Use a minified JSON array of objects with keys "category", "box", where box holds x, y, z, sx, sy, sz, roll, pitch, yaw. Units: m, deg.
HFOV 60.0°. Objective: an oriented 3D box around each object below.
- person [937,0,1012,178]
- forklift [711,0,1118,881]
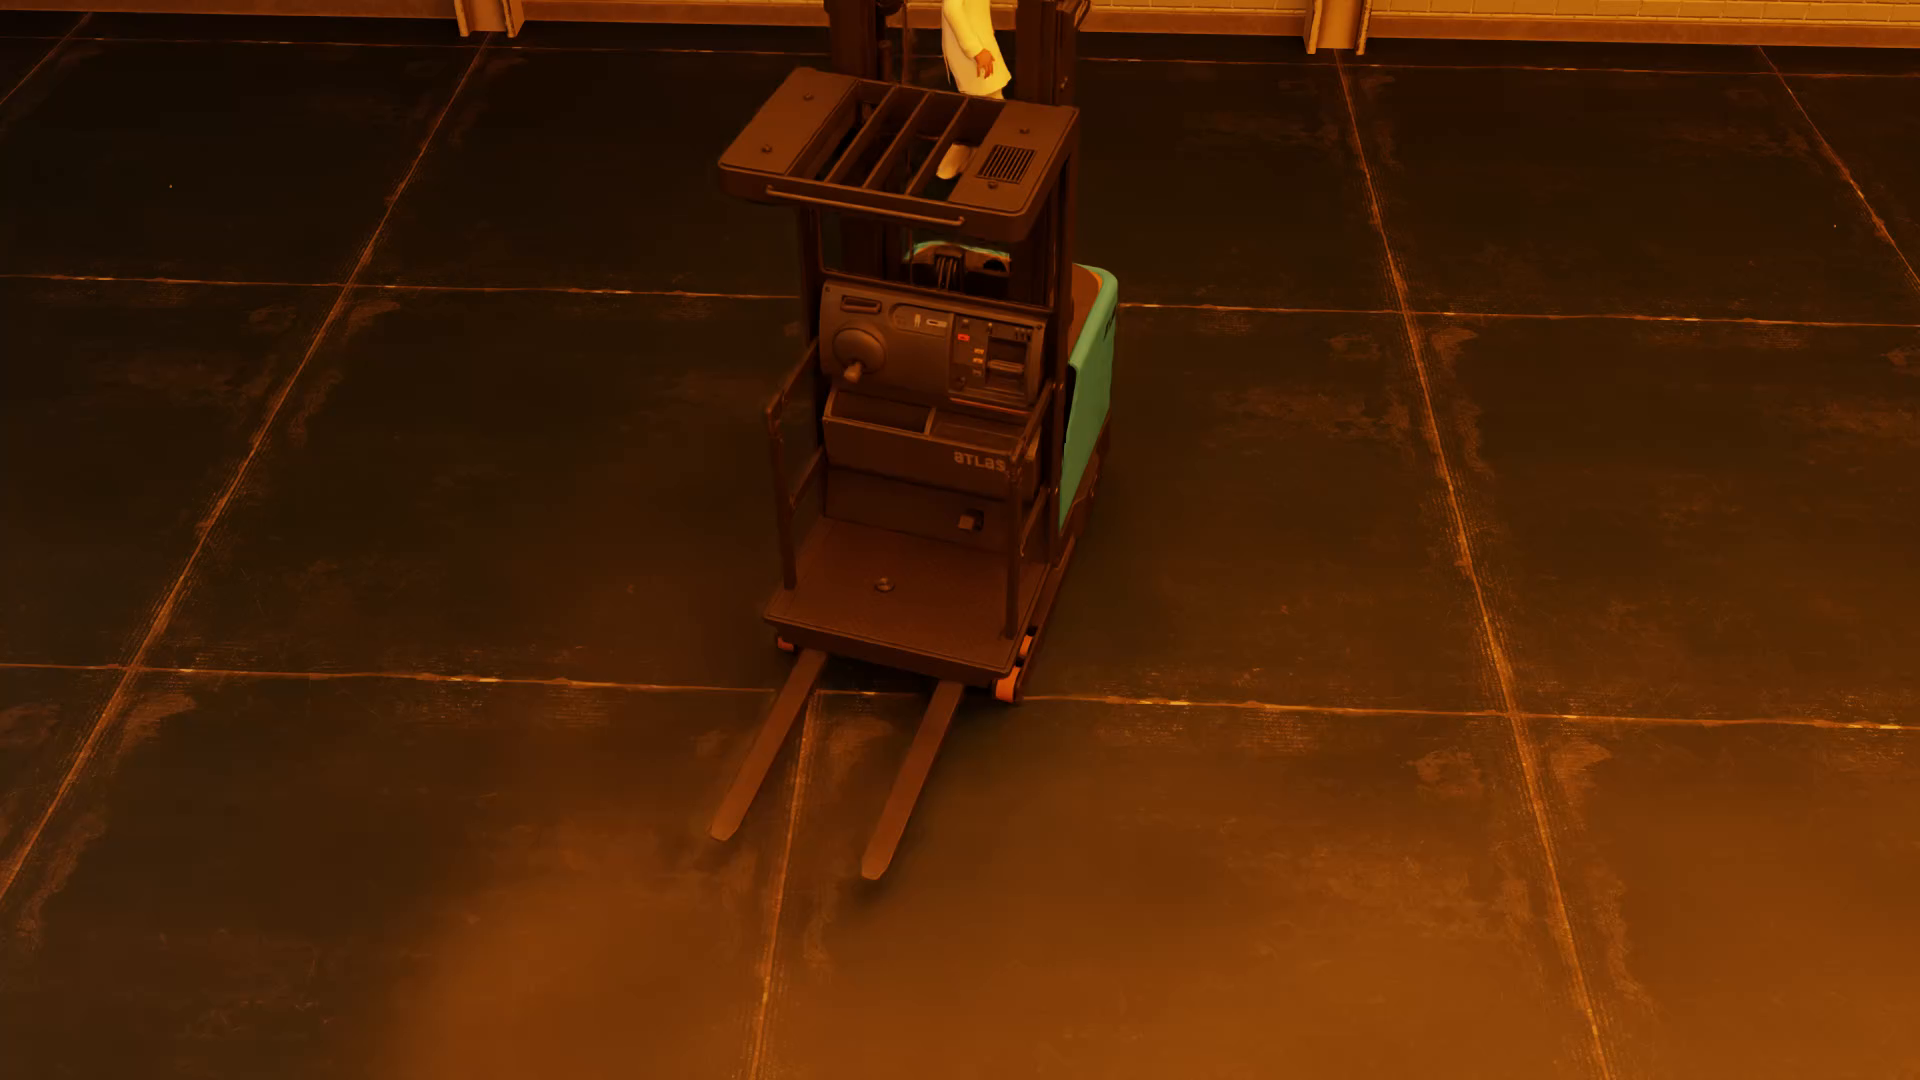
[{"category":"person","box":[0.132,-2.943,9.838,0.557,1.760,0.798,-6,43,-6]},{"category":"forklift","box":[-0.180,-0.689,6.497,1.130,2.935,3.031,12,44,13]}]
